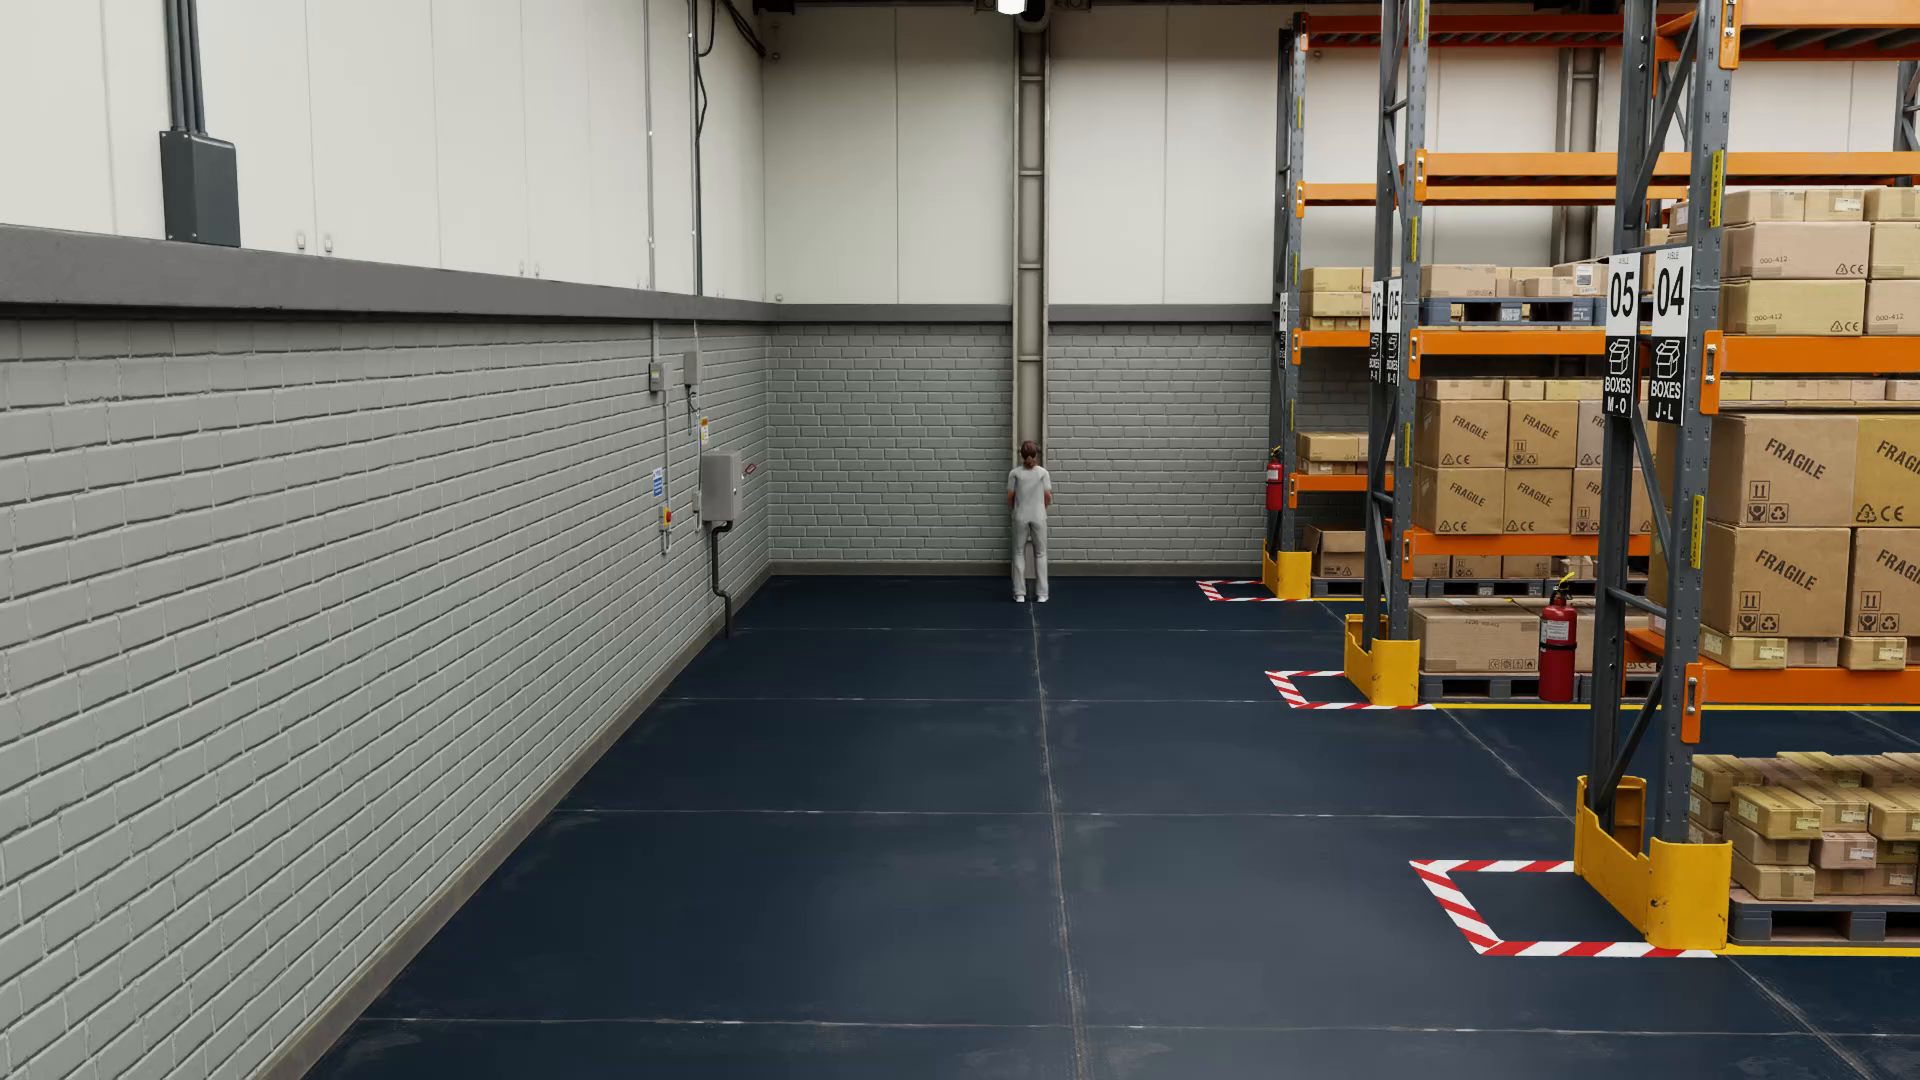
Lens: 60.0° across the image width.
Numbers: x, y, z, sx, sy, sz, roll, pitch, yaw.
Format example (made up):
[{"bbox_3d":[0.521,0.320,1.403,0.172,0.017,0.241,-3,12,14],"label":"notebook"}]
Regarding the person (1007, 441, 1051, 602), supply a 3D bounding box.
[{"bbox_3d":[0.716,-0.198,17.318,0.465,1.675,0.461,0,7,1],"label":"person"}]
